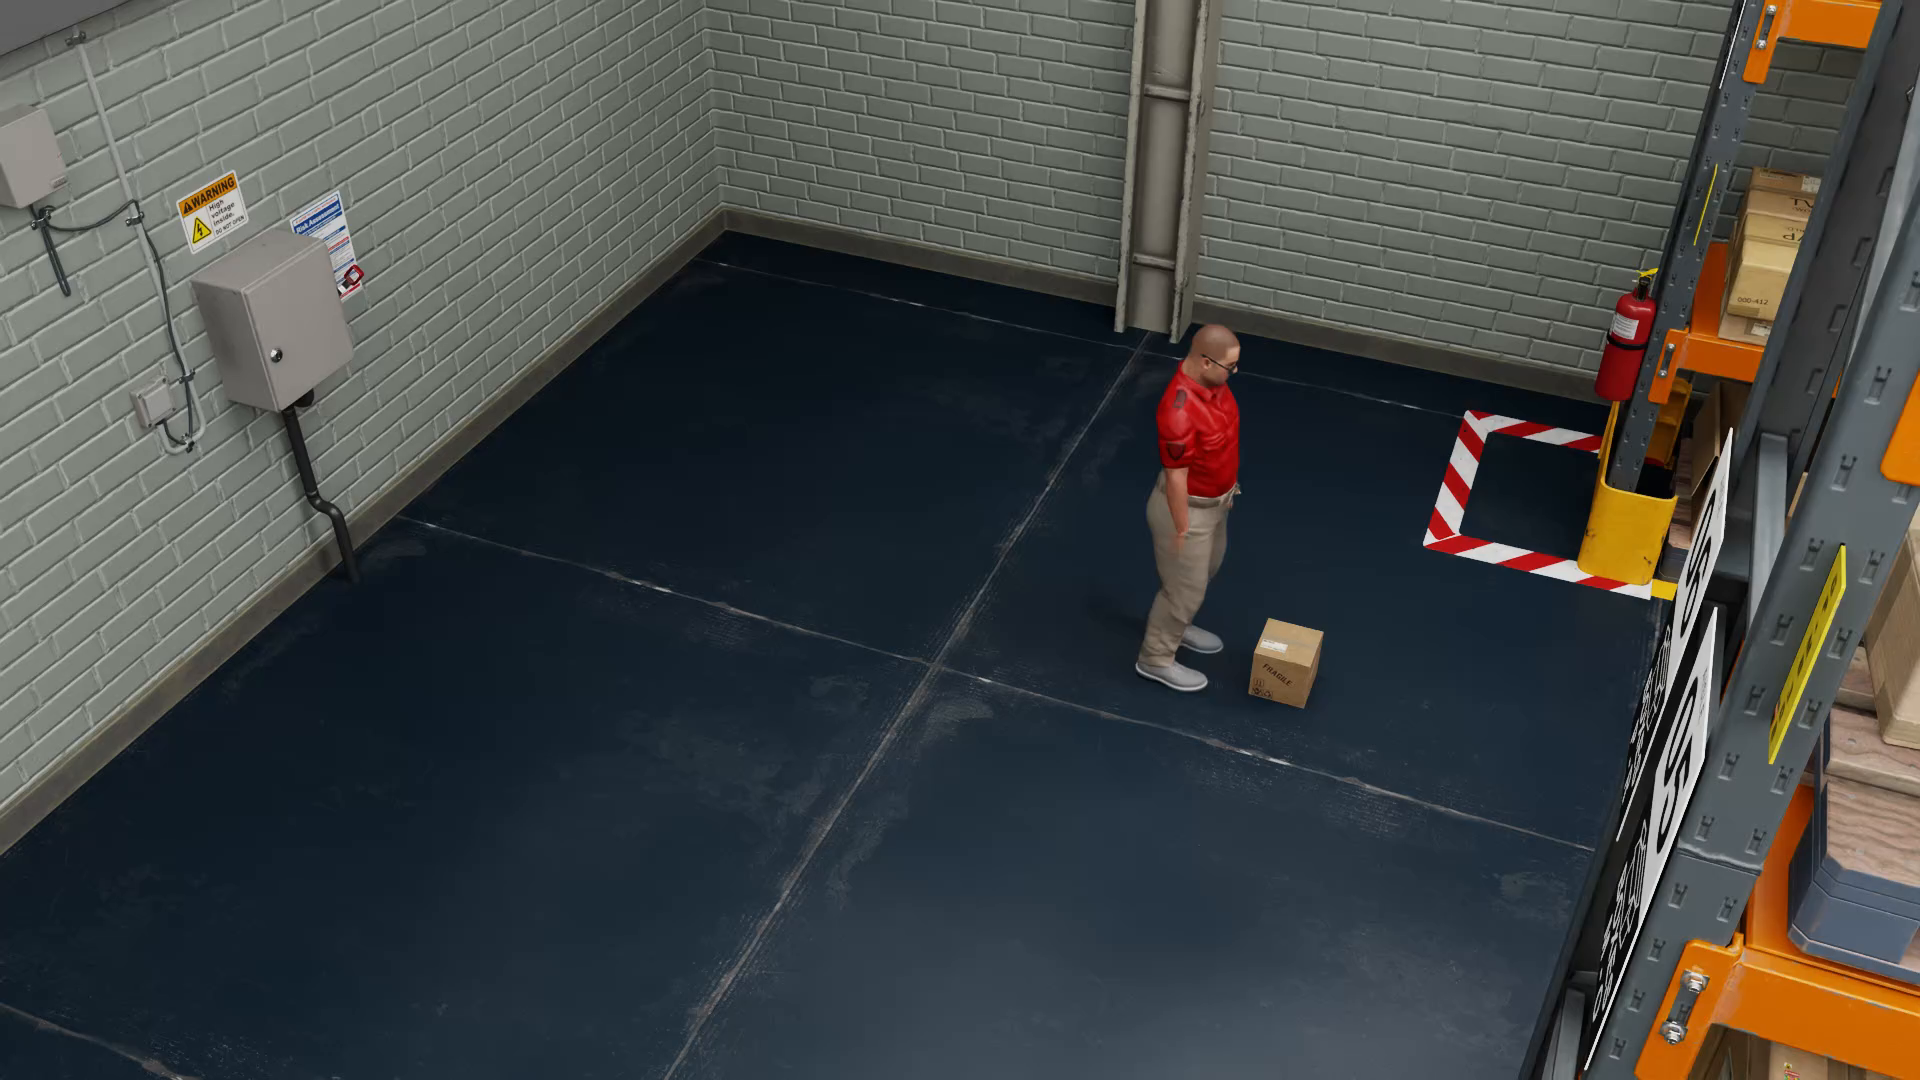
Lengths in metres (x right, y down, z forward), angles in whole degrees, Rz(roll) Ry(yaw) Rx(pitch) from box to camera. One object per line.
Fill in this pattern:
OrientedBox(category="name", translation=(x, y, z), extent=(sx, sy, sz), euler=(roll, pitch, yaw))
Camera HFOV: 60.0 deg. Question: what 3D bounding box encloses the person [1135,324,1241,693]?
OrientedBox(category="person", translation=(0.998, -0.154, 7.053), extent=(0.357, 1.724, 0.532), euler=(15, 40, 19))
